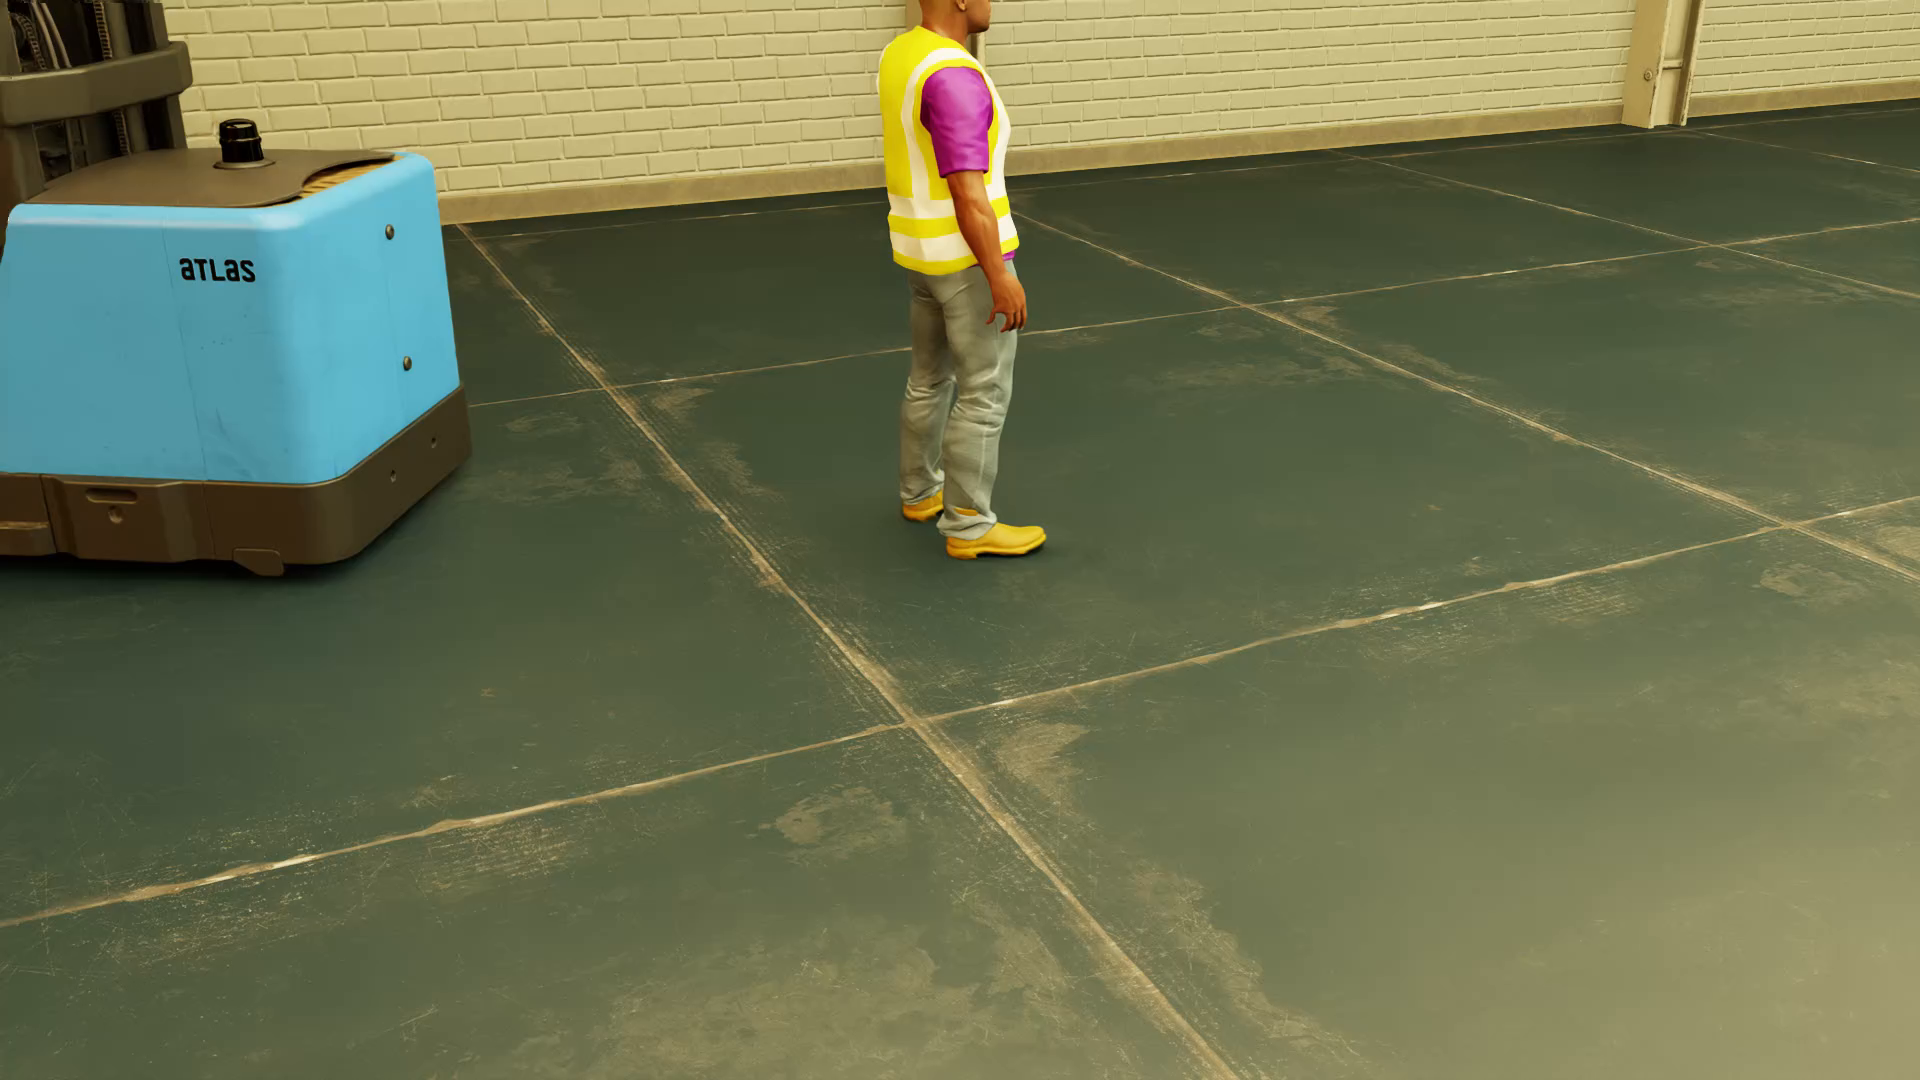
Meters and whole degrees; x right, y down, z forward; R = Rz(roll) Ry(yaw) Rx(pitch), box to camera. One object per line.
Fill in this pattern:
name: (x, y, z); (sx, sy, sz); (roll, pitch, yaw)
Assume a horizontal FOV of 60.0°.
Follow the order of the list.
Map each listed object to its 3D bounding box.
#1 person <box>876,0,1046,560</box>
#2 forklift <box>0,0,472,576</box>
person: (-0.007, -0.824, 4.790); (0.424, 1.769, 0.677); (-10, 25, -23)
forklift: (-3.203, -1.478, 4.843); (3.031, 2.935, 1.130); (3, 23, 6)
